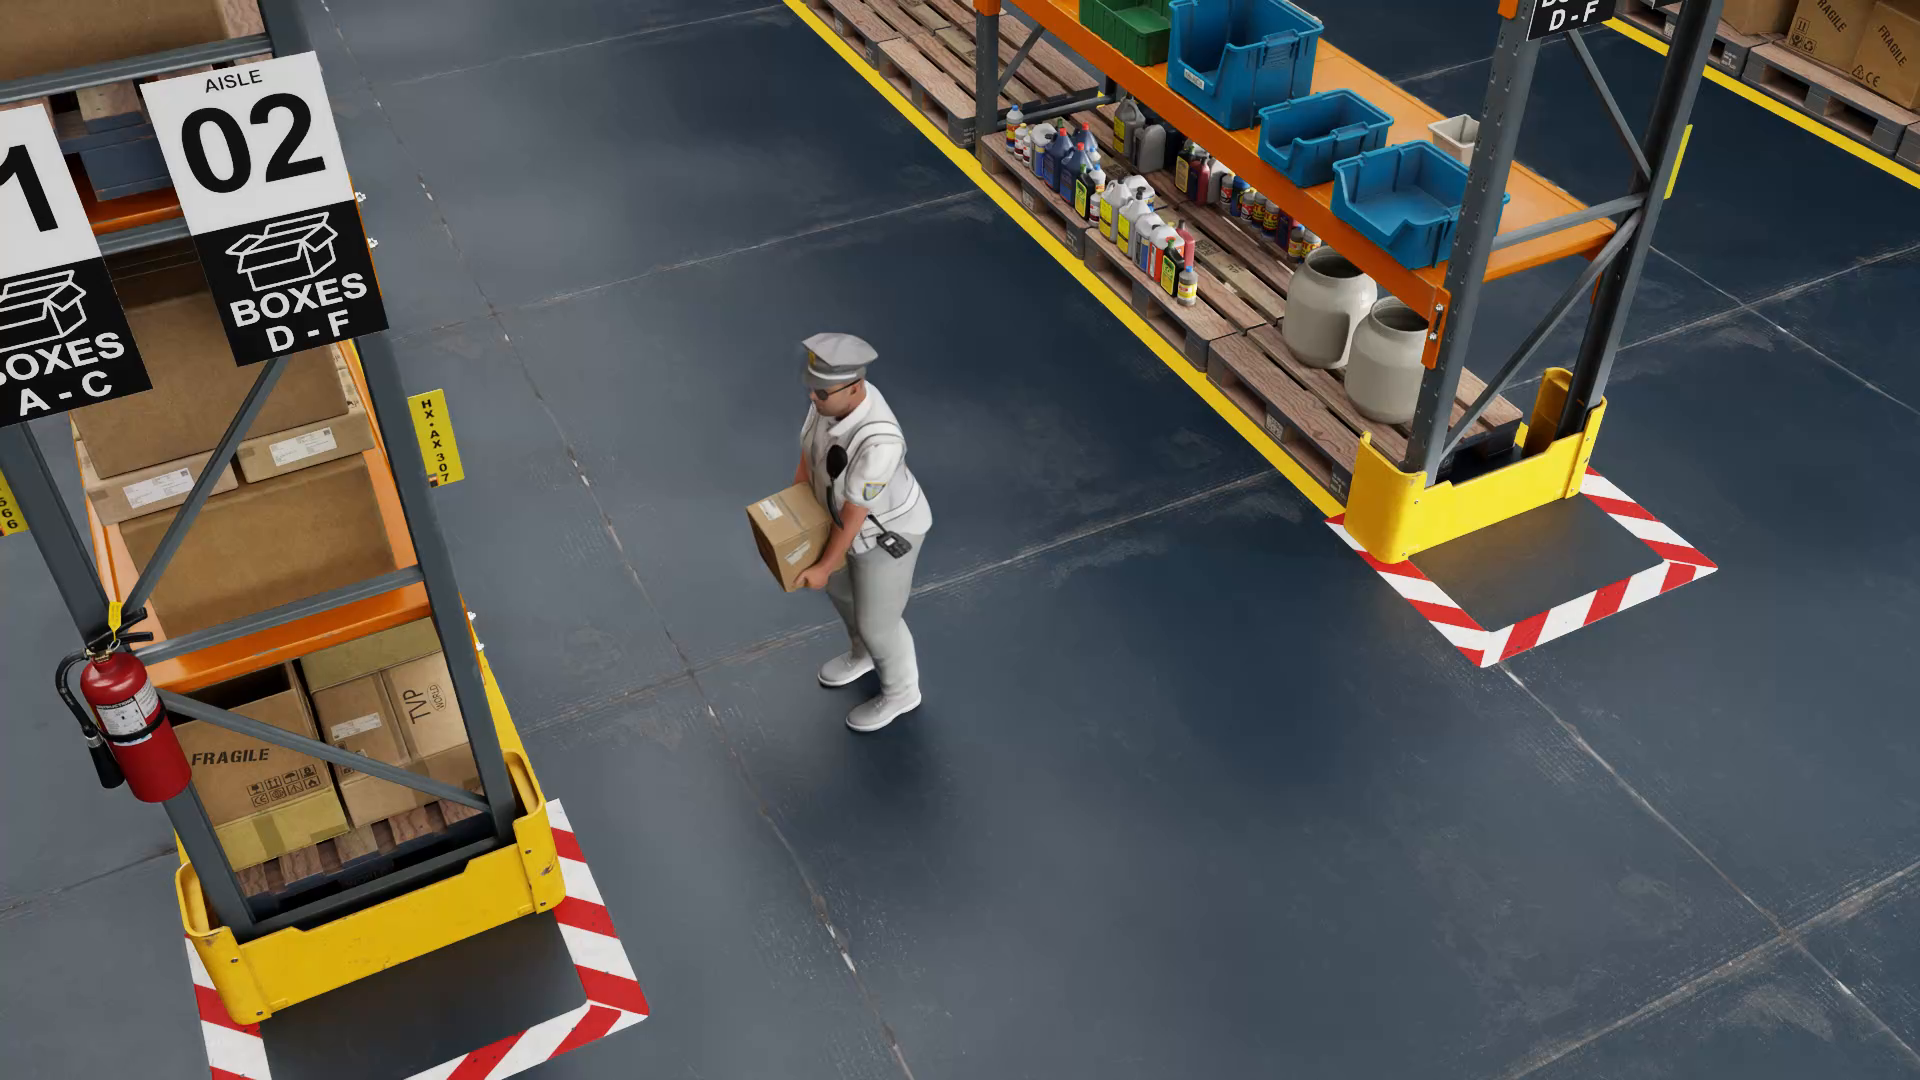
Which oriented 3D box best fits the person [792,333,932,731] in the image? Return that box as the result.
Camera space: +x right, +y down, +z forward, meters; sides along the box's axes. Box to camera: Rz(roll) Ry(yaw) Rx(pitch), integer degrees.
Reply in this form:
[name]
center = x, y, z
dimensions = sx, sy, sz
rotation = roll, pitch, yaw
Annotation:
[person]
center = -0.405, -0.019, 6.183
dimensions = 0.589, 1.750, 0.487
rotation = -20, 45, -21
